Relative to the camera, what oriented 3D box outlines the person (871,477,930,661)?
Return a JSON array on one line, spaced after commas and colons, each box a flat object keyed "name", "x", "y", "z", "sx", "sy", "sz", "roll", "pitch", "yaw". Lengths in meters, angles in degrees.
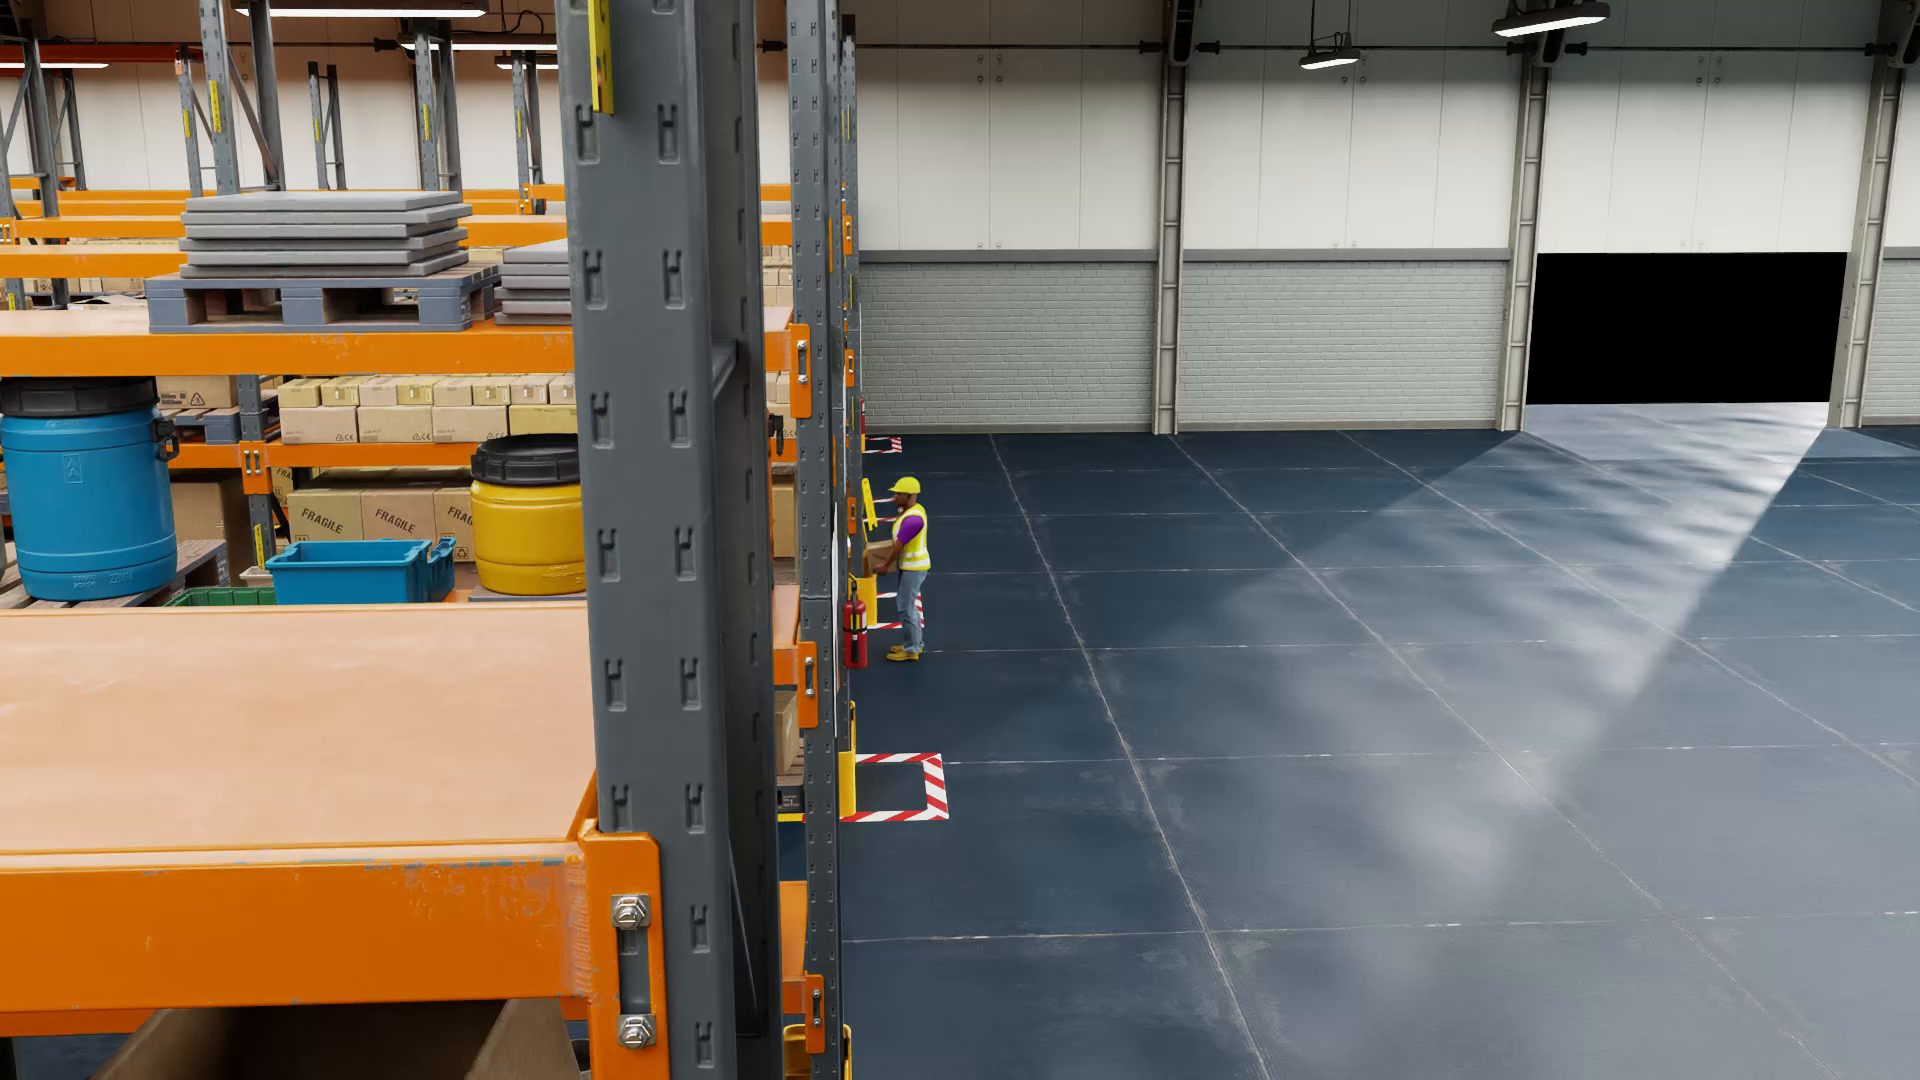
[{"name": "person", "x": -0.566, "y": 0.268, "z": 15.823, "sx": 0.566, "sy": 1.762, "sz": 0.505, "roll": -1, "pitch": 13, "yaw": -4}]
